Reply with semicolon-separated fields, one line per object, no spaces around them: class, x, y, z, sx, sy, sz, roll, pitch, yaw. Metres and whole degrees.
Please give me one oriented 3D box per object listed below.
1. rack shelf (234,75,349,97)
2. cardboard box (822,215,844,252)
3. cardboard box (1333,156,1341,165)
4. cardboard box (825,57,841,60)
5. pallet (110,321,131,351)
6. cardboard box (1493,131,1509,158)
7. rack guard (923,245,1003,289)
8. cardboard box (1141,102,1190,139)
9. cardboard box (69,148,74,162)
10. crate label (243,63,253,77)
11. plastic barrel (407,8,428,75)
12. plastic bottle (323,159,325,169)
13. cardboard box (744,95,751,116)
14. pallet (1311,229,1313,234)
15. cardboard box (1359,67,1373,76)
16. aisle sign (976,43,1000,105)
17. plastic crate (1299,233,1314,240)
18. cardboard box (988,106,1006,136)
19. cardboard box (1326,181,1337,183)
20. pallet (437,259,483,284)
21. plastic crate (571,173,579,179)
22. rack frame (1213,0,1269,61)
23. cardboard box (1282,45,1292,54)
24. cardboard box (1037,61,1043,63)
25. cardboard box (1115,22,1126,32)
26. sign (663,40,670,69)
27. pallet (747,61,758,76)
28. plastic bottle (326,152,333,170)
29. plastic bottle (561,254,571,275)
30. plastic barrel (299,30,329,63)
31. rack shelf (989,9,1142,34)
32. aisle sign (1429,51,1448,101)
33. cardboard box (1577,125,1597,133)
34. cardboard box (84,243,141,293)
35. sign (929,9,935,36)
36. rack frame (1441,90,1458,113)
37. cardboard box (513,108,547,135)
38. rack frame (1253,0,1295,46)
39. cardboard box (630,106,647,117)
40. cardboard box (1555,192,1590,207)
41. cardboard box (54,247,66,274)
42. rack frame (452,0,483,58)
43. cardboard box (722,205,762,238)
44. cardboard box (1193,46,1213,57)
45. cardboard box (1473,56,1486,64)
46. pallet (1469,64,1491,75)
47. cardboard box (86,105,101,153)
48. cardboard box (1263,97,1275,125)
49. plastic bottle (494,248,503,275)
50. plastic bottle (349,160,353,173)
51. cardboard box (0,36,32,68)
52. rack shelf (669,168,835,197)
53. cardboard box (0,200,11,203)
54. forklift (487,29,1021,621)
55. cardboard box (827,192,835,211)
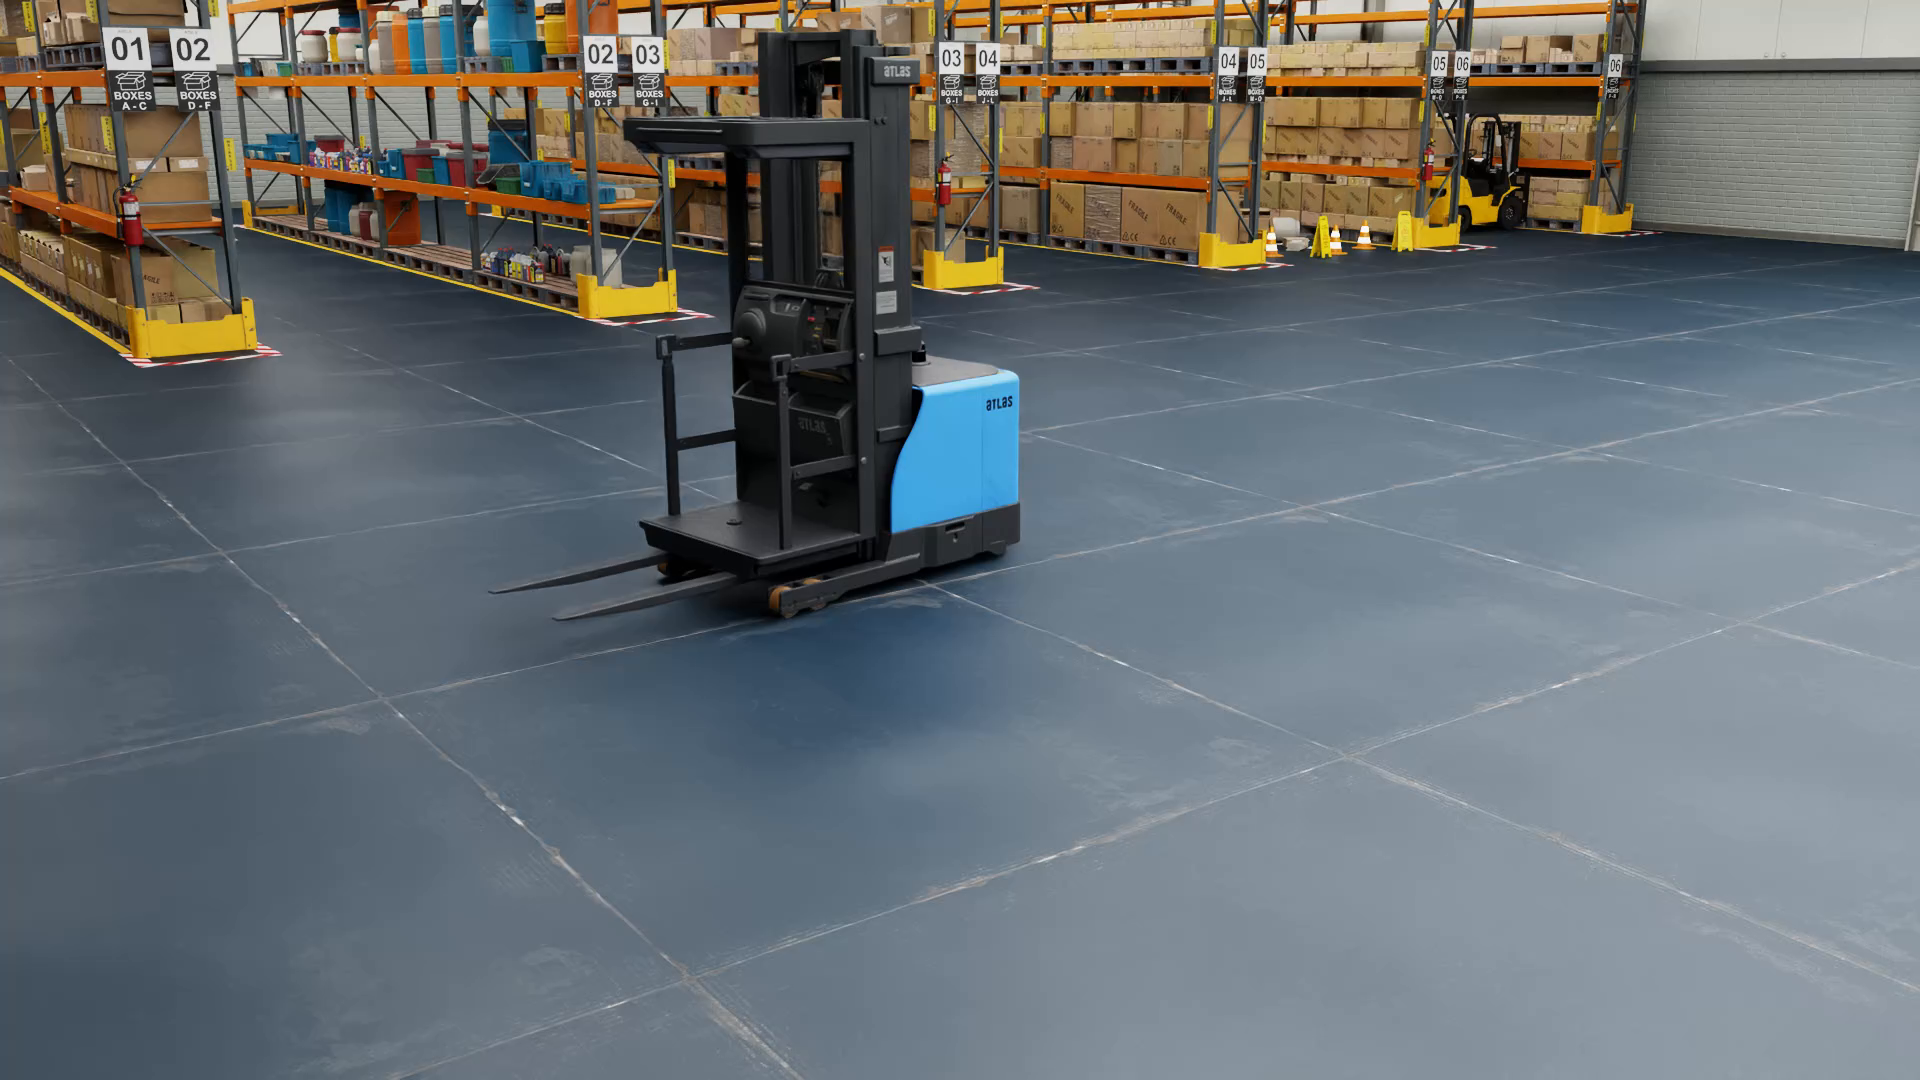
rack shelf;-12.142;-8.258;30.248;1.077;0.370;4.000;-11;19;-35
cardboard box;-2.053;-4.697;25.495;0.500;0.500;0.500;-12;19;-36
cardboard box;6.836;-6.731;29.462;0.380;0.149;0.250;-11;19;-35
cardboard box;-1.599;-6.811;23.880;0.500;0.250;0.500;-12;19;-37
pallet;-8.402;-2.213;17.761;1.003;0.211;1.213;-11;19;-35
cardboard box;10.720;-7.687;32.290;0.500;0.500;0.500;-11;19;-34
rack guard;0.052;-3.748;22.824;1.175;0.500;0.348;-11;19;-35
cardboard box;3.364;-6.608;26.209;0.875;0.550;0.550;-11;19;-35
cardboard box;-10.122;-4.475;19.327;0.380;0.149;0.250;-11;19;-34
crate label;-13.036;-8.713;30.830;0.408;0.251;0.502;-11;19;-35
plastic barrel;-7.506;-7.066;23.579;0.600;0.901;0.708;-11;19;-35
plastic bottle;-10.626;-6.329;27.894;0.097;0.201;0.097;0;15;0
cardboard box;-4.298;-9.310;35.763;0.500;0.500;0.500;-12;19;-36
pallet;6.184;-5.847;31.040;1.003;0.211;1.213;-11;19;-35
cardboard box;7.095;-8.055;28.617;0.380;0.149;0.250;-11;19;-35
aisle sign;0.375;-6.225;22.213;0.394;0.787;0.004;-11;19;-35
plastic crate;6.020;-5.459;29.871;0.583;0.080;0.402;10;18;33
cardboard box;0.918;-7.393;29.323;0.700;0.500;0.500;-11;19;-34
cardboard box;6.927;-6.266;30.282;0.500;0.500;0.500;-10;18;-32
pallet;-6.755;-3.840;23.706;1.003;0.211;1.213;-11;19;-35
plastic crate;-5.392;-4.757;22.057;0.499;0.251;0.616;-11;19;-35
rack frame;4.168;-8.580;24.377;1.000;3.000;0.127;-11;19;-35
cardboard box;6.006;-8.814;29.879;0.380;0.149;0.250;-12;19;-36
cardboard box;1.848;-10.178;35.360;0.396;0.266;0.258;-9;18;-30
cardboard box;2.650;-8.046;26.089;0.380;0.149;0.250;-11;19;-35
sign;-3.462;-5.705;19.537;0.100;0.325;0.005;-11;19;-35
pallet;-2.532;-7.296;25.726;1.213;0.211;1.003;-11;19;-35
plastic bottle;-10.457;-6.316;27.705;0.152;0.276;0.135;-11;19;-35
plastic bottle;-5.255;-3.684;22.178;0.152;0.276;0.135;-10;18;-34
plastic barrel;-10.859;-8.295;27.966;0.433;0.535;0.433;0;15;0
rack shelf;2.233;-10.965;35.213;1.077;0.370;4.000;-11;19;-35
aisle sign;7.914;-7.672;27.499;0.394;0.787;0.004;-11;19;-35
cardboard box;11.695;-7.639;30.886;0.380;0.149;0.250;-11;19;-34
cardboard box;-9.368;-3.025;18.441;0.500;0.500;0.500;-11;19;-35
sign;-0.364;-6.730;21.623;0.100;0.325;0.005;-11;19;-35
rack frame;9.773;-8.101;33.994;1.000;3.000;0.127;-11;19;-35
cardboard box;-8.644;-8.426;33.481;0.500;0.500;0.500;-11;19;-36
rack frame;5.761;-10.224;30.384;1.000;3.000;0.127;-11;19;-35
cardboard box;-5.405;-7.476;29.620;0.797;0.503;0.637;-10;18;-33
cardboard box;11.586;-6.420;31.317;0.500;0.250;0.500;-11;19;-35
cardboard box;-10.741;-3.444;20.327;0.500;0.311;0.500;-11;19;-35
rack frame;-6.262;-7.917;21.955;1.000;3.000;0.127;-11;19;-35
cardboard box;-3.522;-5.276;27.573;0.700;0.500;0.500;-9;18;-30
cardboard box;3.698;-7.281;24.805;0.380;0.149;0.250;-11;19;-35
cardboard box;10.243;-9.371;32.440;0.380;0.149;0.250;-10;18;-33
pallet;10.296;-9.327;32.959;1.003;0.211;1.213;-11;19;-35
cardboard box;-9.119;-4.514;18.239;0.700;0.500;0.500;-11;19;-34
cardboard box;5.844;-7.876;30.525;0.700;0.500;0.500;-11;19;-35
plastic bottle;-6.123;-3.721;22.173;0.144;0.351;0.185;-10;18;-33
plastic bottle;-9.786;-6.024;26.779;0.097;0.201;0.097;0;15;0
cardboard box;-12.906;-6.692;22.973;0.910;0.500;0.500;-11;19;-35
rack shelf;-3.431;-5.872;27.211;1.077;0.370;4.000;-11;19;-35
cardboard box;-14.299;-4.977;25.059;0.500;0.250;0.500;-11;19;-34
forklift;-1.050;-1.164;8.775;3.031;2.935;1.130;-14;21;-42
cardboard box;-2.355;-6.934;33.667;0.500;0.500;0.500;-10;18;-32
